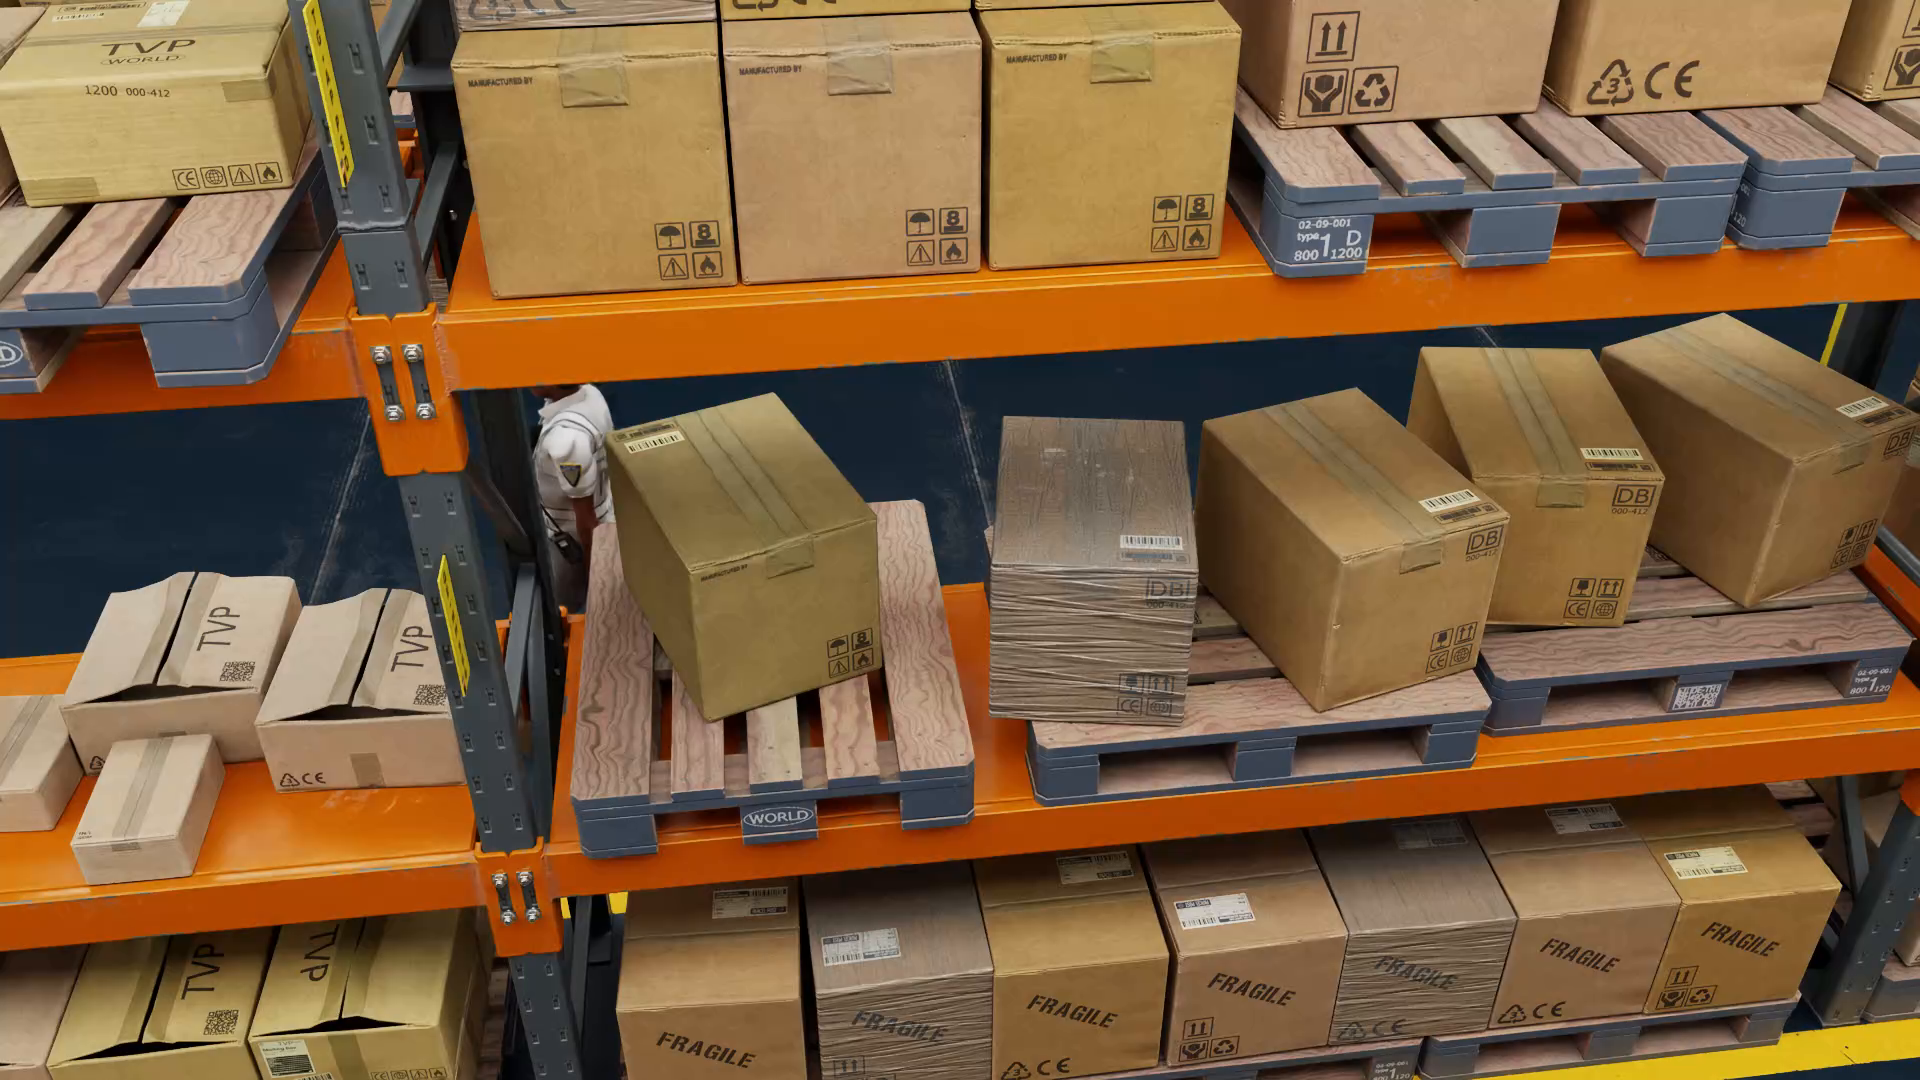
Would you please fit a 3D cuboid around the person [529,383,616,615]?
[{"bbox_3d":[-1.399,0.010,6.121,0.481,1.705,0.497,0,35,0],"label":"person"}]
